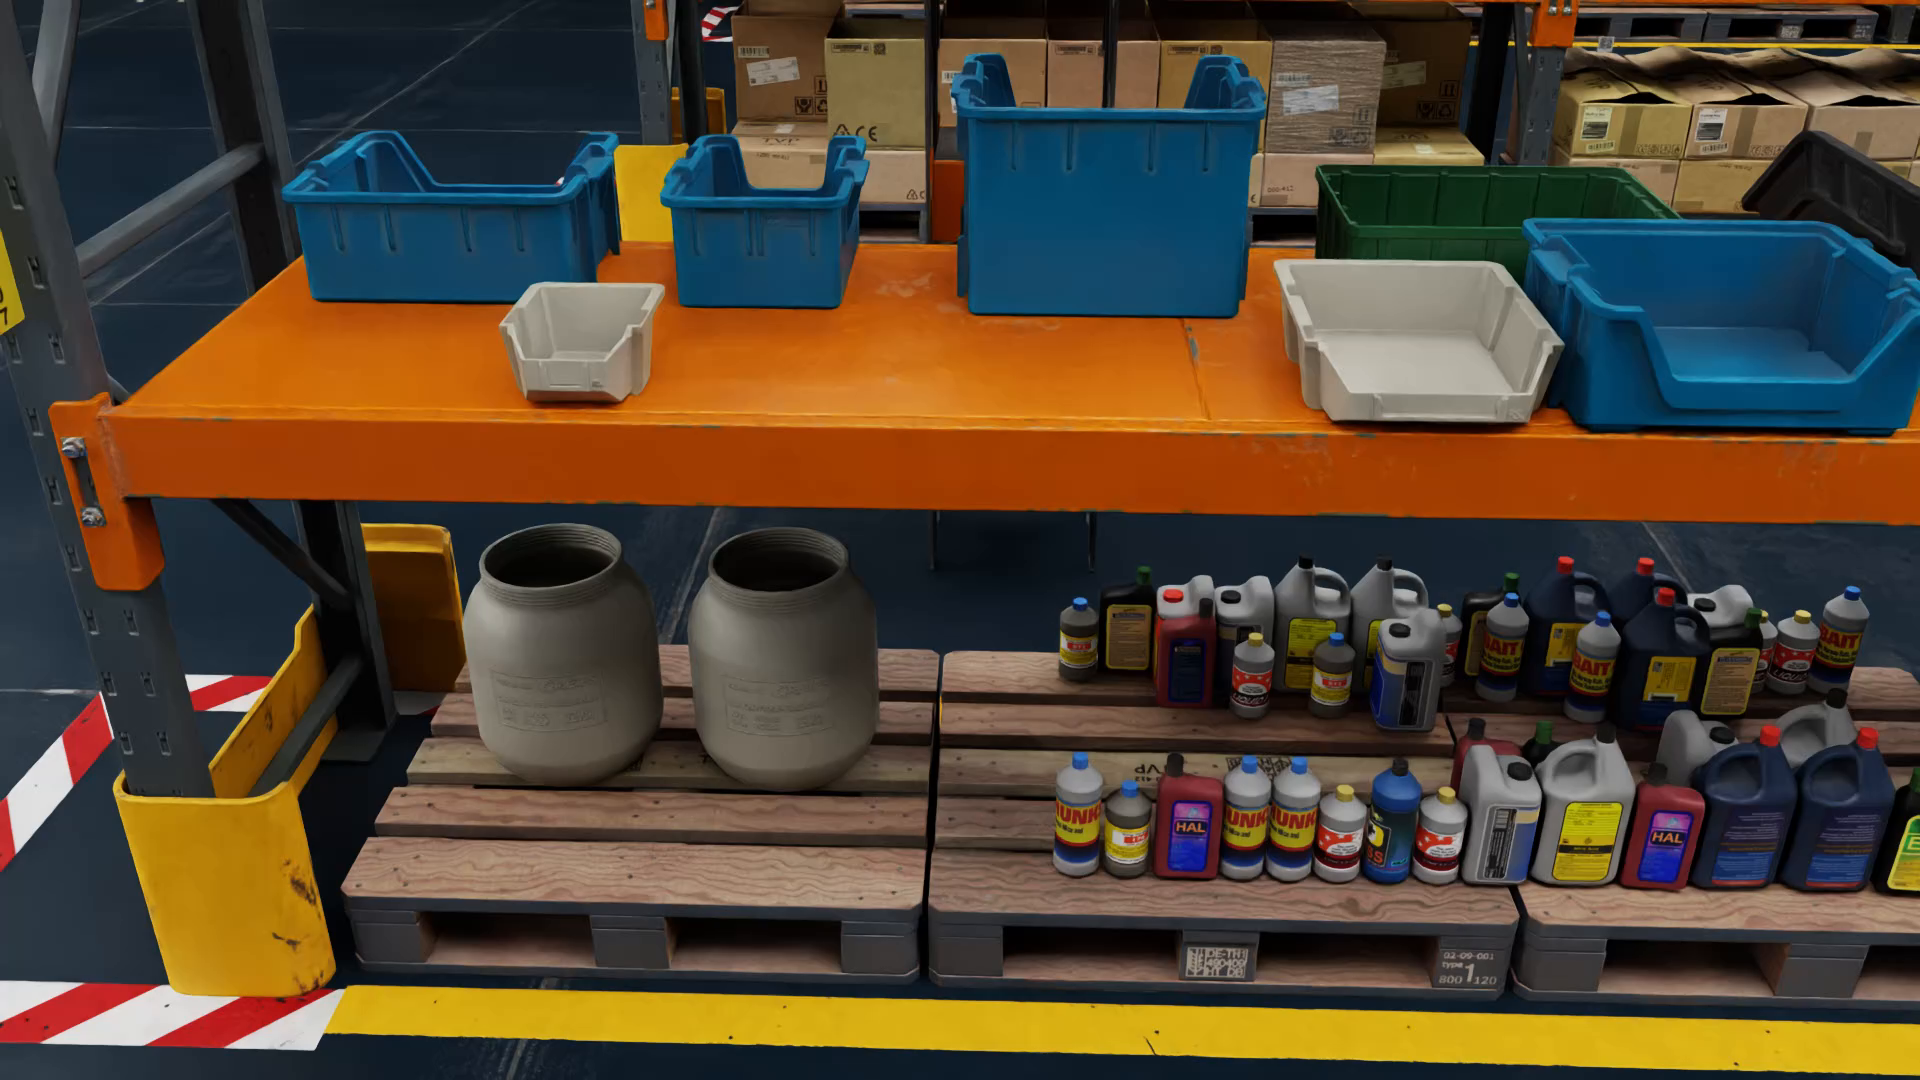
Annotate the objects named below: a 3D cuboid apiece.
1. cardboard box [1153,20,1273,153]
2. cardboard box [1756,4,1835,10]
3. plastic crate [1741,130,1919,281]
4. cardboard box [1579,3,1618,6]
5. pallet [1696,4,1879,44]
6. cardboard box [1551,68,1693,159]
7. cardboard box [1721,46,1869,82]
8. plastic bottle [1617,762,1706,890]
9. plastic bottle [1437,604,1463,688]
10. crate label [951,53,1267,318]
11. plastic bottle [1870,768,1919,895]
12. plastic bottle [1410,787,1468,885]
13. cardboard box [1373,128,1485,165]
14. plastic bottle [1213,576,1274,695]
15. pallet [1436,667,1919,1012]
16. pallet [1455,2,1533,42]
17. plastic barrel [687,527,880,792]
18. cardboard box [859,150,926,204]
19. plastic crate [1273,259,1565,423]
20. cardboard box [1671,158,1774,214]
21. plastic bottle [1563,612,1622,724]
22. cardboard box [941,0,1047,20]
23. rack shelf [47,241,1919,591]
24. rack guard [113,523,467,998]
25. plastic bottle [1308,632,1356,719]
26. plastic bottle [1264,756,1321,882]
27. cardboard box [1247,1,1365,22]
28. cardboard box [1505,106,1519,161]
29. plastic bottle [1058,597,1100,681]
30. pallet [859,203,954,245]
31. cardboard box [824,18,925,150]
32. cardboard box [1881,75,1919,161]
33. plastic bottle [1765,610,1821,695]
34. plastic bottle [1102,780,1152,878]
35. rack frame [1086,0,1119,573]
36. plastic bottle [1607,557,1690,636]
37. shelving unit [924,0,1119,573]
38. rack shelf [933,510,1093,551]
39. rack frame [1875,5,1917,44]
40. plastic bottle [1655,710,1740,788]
[{"bbox_3d":[1.149,-2.109,7.713,0.500,0.500,0.500,1,28,2],"label":"cardboard box"},{"bbox_3d":[6.067,-4.212,12.191,0.500,0.500,0.700,1,28,3],"label":"cardboard box"},{"bbox_3d":[1.922,-0.604,3.253,0.504,0.338,0.767,1,28,2],"label":"plastic crate"},{"bbox_3d":[4.554,-4.273,12.308,0.500,0.500,0.700,1,28,2],"label":"cardboard box"},{"bbox_3d":[6.007,-3.916,12.411,1.213,0.211,1.003,1,28,2],"label":"pallet"},{"bbox_3d":[3.024,-1.977,7.665,0.500,0.311,0.500,1,28,2],"label":"cardboard box"},{"bbox_3d":[4.053,-2.212,8.110,0.500,0.311,0.500,1,28,2],"label":"cardboard box"},{"bbox_3d":[1.431,0.581,3.383,0.133,0.283,0.061,3,28,5],"label":"plastic bottle"},{"bbox_3d":[1.178,0.253,4.089,0.097,0.201,0.097,0,28,0],"label":"plastic bottle"},{"bbox_3d":[0.293,-0.741,3.407,0.616,0.435,0.502,1,28,2],"label":"crate label"},{"bbox_3d":[1.949,0.589,3.366,0.133,0.283,0.061,2,28,4],"label":"plastic bottle"},{"bbox_3d":[0.992,0.601,3.432,0.097,0.201,0.097,0,28,0],"label":"plastic bottle"},{"bbox_3d":[2.149,-1.758,7.850,0.500,0.250,0.500,1,28,2],"label":"cardboard box"},{"bbox_3d":[0.684,0.224,4.063,0.135,0.276,0.152,0,28,0],"label":"plastic bottle"},{"bbox_3d":[1.771,0.638,3.820,1.213,0.211,1.003,1,28,2],"label":"pallet"},{"bbox_3d":[3.569,-3.956,12.487,1.213,0.211,1.003,1,28,2],"label":"pallet"},{"bbox_3d":[-0.395,0.268,3.750,0.421,0.512,0.421,0,28,0],"label":"plastic barrel"},{"bbox_3d":[-0.350,-1.799,7.928,0.500,0.250,0.500,1,28,2],"label":"cardboard box"},{"bbox_3d":[0.809,-0.355,2.998,0.437,0.136,0.530,1,28,2],"label":"plastic crate"},{"bbox_3d":[3.525,-1.721,7.780,0.500,0.250,0.500,2,28,3],"label":"cardboard box"},{"bbox_3d":[1.500,0.295,3.935,0.097,0.271,0.097,0,28,0],"label":"plastic bottle"},{"bbox_3d":[0.169,-2.370,8.206,0.500,0.500,0.500,1,28,2],"label":"cardboard box"},{"bbox_3d":[0.442,-0.278,3.340,4.000,0.370,1.077,1,28,2],"label":"rack shelf"},{"bbox_3d":[-1.479,0.454,3.859,0.348,0.500,1.175,1,28,2],"label":"rack guard"},{"bbox_3d":[0.889,0.315,3.970,0.097,0.201,0.097,0,28,0],"label":"plastic bottle"},{"bbox_3d":[0.687,0.565,3.425,0.097,0.271,0.097,0,28,0],"label":"plastic bottle"},{"bbox_3d":[1.667,-2.342,8.153,0.500,0.500,0.500,1,28,2],"label":"cardboard box"},{"bbox_3d":[3.044,-1.981,8.272,0.500,0.250,0.500,1,28,1],"label":"cardboard box"},{"bbox_3d":[0.295,0.238,4.116,0.097,0.201,0.097,0,28,0],"label":"plastic bottle"},{"bbox_3d":[-0.612,-1.723,8.274,1.213,0.211,1.003,1,28,2],"label":"pallet"},{"bbox_3d":[-0.350,-2.129,7.751,0.500,0.500,0.500,1,28,2],"label":"cardboard box"},{"bbox_3d":[4.560,-1.952,7.618,0.500,0.311,0.500,2,28,3],"label":"cardboard box"},{"bbox_3d":[2.037,0.267,4.062,0.097,0.201,0.097,0,28,0],"label":"plastic bottle"},{"bbox_3d":[0.348,0.590,3.452,0.097,0.201,0.097,0,28,0],"label":"plastic bottle"},{"bbox_3d":[0.409,-0.921,4.745,0.015,2.100,0.400,1,28,2],"label":"rack frame"},{"bbox_3d":[1.649,0.205,4.019,0.185,0.351,0.144,2,28,3],"label":"plastic bottle"},{"bbox_3d":[0.165,-0.925,4.753,0.503,2.100,0.431,1,28,2],"label":"shelving unit"},{"bbox_3d":[0.165,-0.294,5.087,0.480,0.518,0.431,1,28,2],"label":"rack shelf"},{"bbox_3d":[6.788,-5.134,11.733,0.127,3.000,1.000,1,28,2],"label":"rack frame"},{"bbox_3d":[1.576,0.497,3.548,0.135,0.276,0.152,1,28,2],"label":"plastic bottle"}]
